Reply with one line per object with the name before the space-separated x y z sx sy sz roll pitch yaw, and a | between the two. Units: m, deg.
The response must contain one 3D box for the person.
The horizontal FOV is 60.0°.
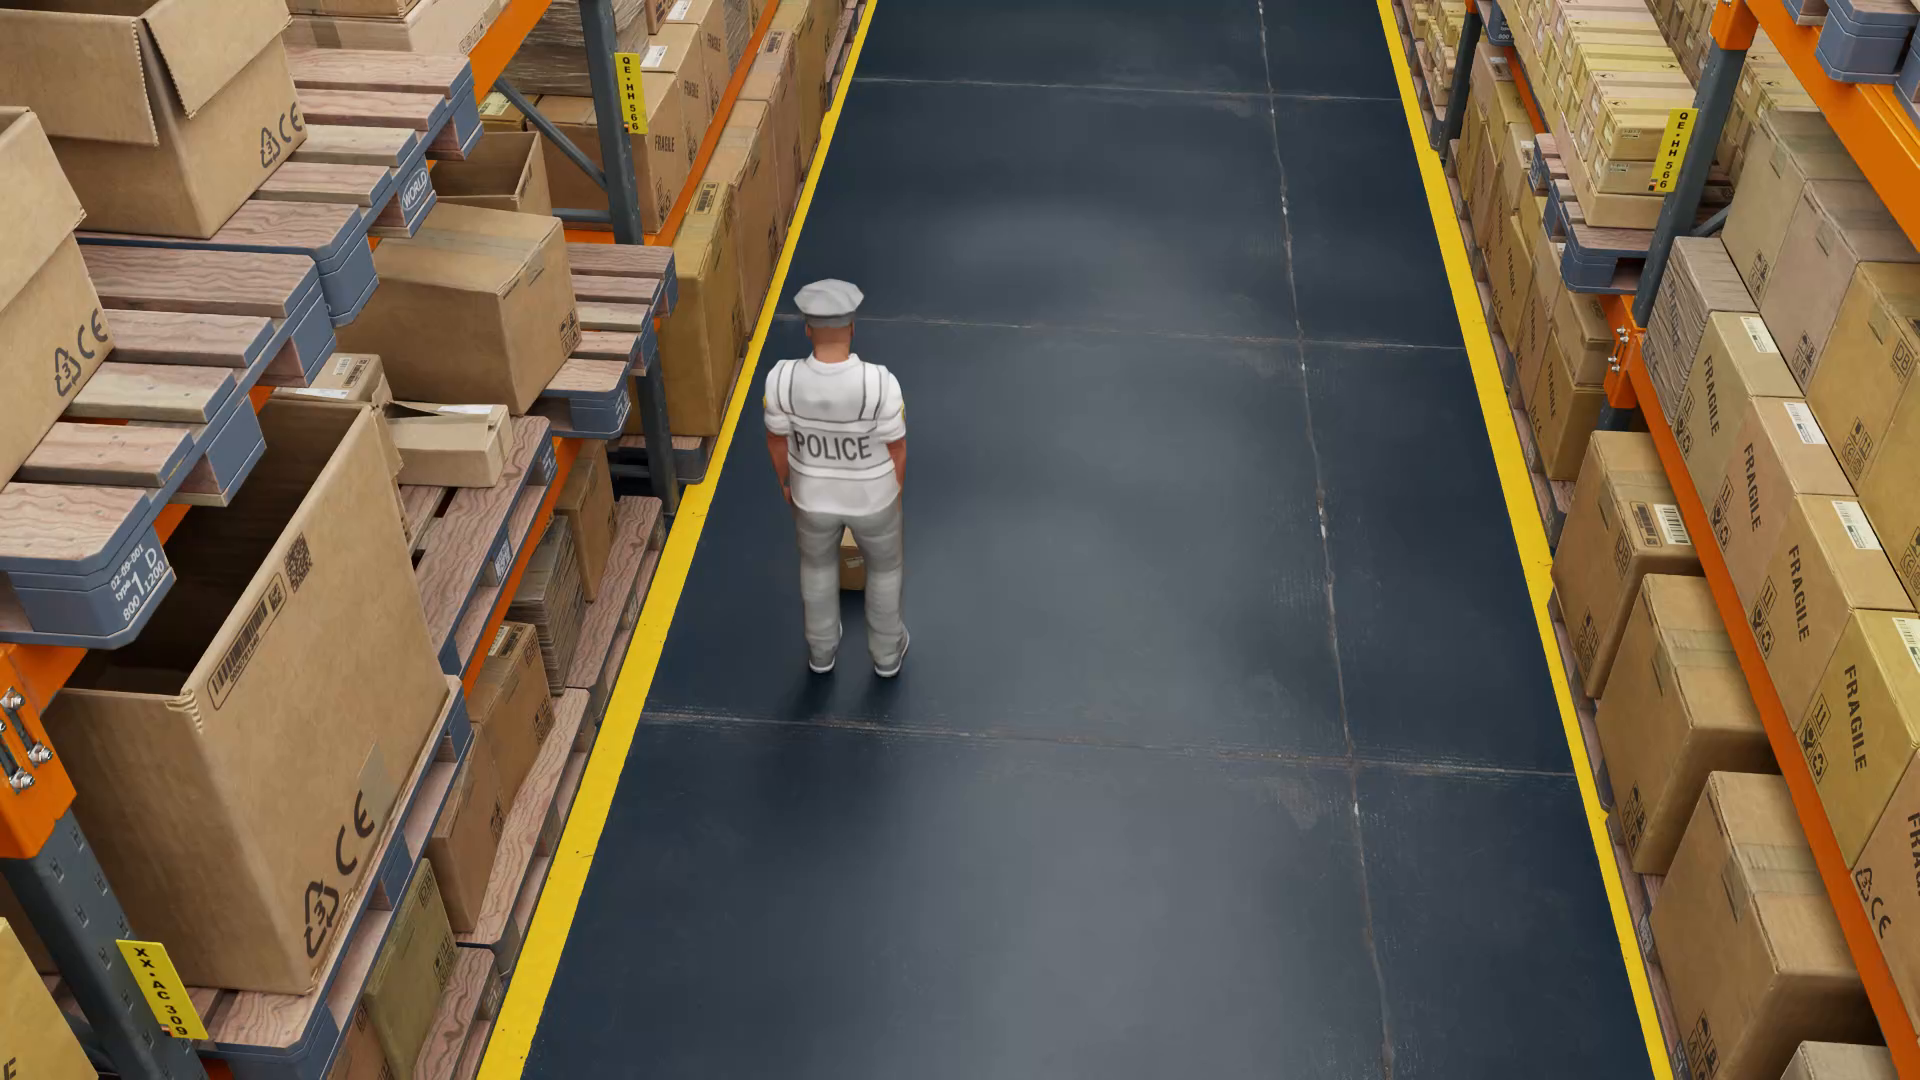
person | -0.460 -0.195 6.401 0.531 1.739 0.391 4 40 5
